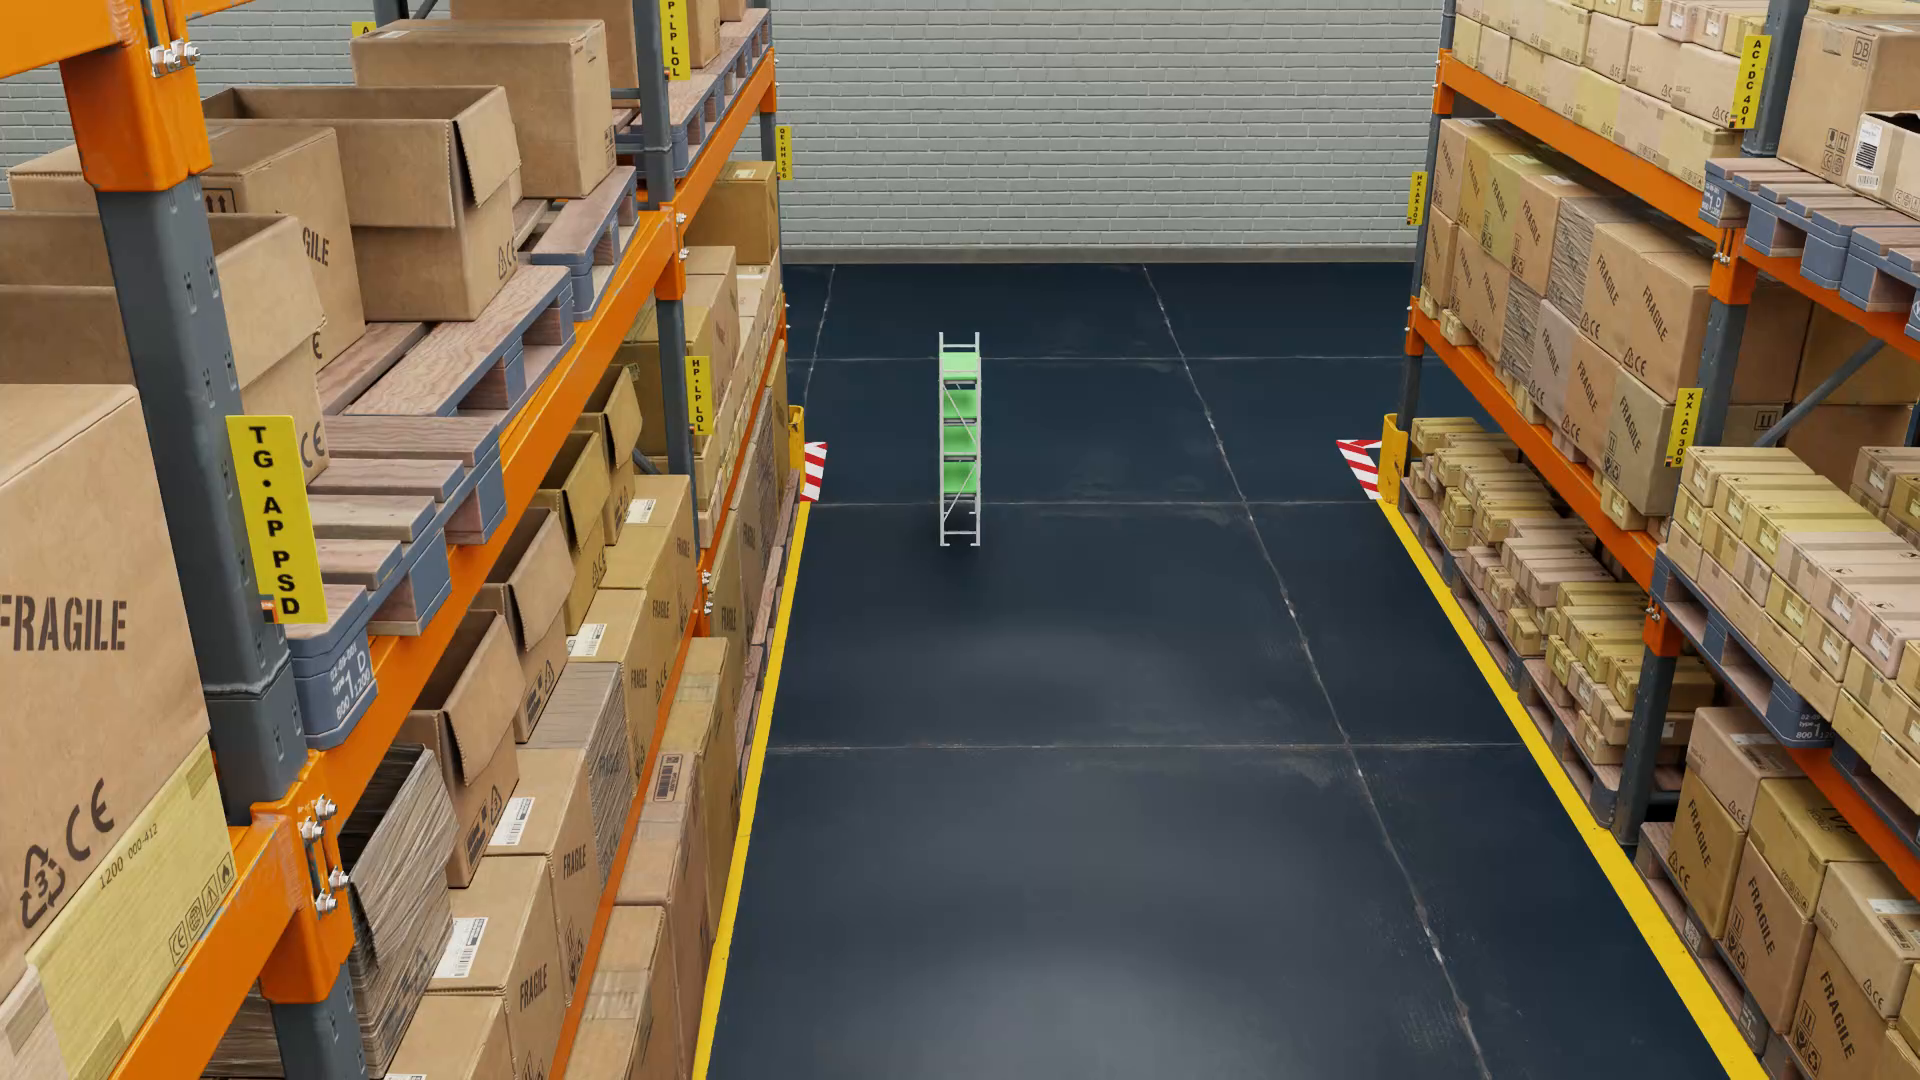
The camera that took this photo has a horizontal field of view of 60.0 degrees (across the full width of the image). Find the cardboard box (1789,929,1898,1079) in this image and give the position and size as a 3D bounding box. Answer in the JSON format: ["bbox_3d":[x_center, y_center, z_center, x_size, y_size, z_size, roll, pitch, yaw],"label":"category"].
[{"bbox_3d":[3.157,1.636,5.515,0.500,0.500,0.500,0,24,0],"label":"cardboard box"}]

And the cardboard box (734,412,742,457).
[{"bbox_3d":[-1.258,-0.509,8.041,0.380,0.149,0.250,-1,24,-1],"label":"cardboard box"}]

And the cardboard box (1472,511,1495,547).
[{"bbox_3d":[3.123,-0.081,9.378,0.380,0.149,0.250,-1,24,-3],"label":"cardboard box"}]

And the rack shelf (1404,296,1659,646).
[{"bbox_3d":[3.366,-0.547,8.692,1.077,0.370,4.000,0,24,-1],"label":"rack shelf"}]

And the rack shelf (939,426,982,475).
[{"bbox_3d":[-0.002,-0.557,10.180,0.258,0.148,0.480,0,24,-1],"label":"rack shelf"}]

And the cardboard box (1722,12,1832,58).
[{"bbox_3d":[3.111,-1.886,6.232,0.380,0.149,0.250,-1,24,-3],"label":"cardboard box"}]

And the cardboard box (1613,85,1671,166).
[{"bbox_3d":[3.119,-1.756,7.034,0.500,0.250,0.500,0,24,-1],"label":"cardboard box"}]

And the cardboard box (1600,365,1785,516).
[{"bbox_3d":[3.100,-0.430,7.078,0.500,0.500,0.500,0,24,0],"label":"cardboard box"}]

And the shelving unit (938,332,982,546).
[{"bbox_3d":[-0.002,-0.615,10.154,0.258,1.200,0.503,0,24,-1],"label":"shelving unit"}]

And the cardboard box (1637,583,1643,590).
[{"bbox_3d":[3.649,0.213,8.368,0.380,0.149,0.250,0,24,1],"label":"cardboard box"}]

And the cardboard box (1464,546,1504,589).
[{"bbox_3d":[3.031,0.149,9.230,0.380,0.149,0.250,-1,24,-3],"label":"cardboard box"}]

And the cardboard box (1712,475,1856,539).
[{"bbox_3d":[2.941,-0.119,5.947,0.380,0.149,0.250,0,24,1],"label":"cardboard box"}]

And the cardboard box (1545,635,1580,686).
[{"bbox_3d":[3.031,0.571,7.936,0.380,0.149,0.250,-1,24,-2],"label":"cardboard box"}]

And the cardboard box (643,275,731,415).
[{"bbox_3d":[-1.320,-0.880,7.467,0.500,0.500,0.500,0,24,-1],"label":"cardboard box"}]

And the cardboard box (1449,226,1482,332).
[{"bbox_3d":[3.104,-1.473,9.385,0.500,0.500,0.500,0,24,0],"label":"cardboard box"}]

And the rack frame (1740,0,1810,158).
[{"bbox_3d":[3.388,-2.784,5.486,1.000,3.000,0.127,0,24,-1],"label":"rack frame"}]

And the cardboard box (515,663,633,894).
[{"bbox_3d":[-1.283,0.702,4.937,0.500,0.500,0.500,0,24,0],"label":"cardboard box"}]

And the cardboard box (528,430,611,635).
[{"bbox_3d":[-1.562,-0.027,5.330,0.797,0.503,0.637,0,24,0],"label":"cardboard box"}]

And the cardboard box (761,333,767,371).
[{"bbox_3d":[-1.271,-1.038,9.209,0.380,0.149,0.250,-1,24,-2],"label":"cardboard box"}]

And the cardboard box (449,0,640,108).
[{"bbox_3d":[-1.642,-2.041,6.731,0.700,0.500,0.500,-2,24,-4],"label":"cardboard box"}]

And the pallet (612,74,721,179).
[{"bbox_3d":[-1.571,-1.733,6.910,1.003,0.211,1.213,0,24,-1],"label":"pallet"}]

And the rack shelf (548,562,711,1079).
[{"bbox_3d":[-1.551,1.082,5.091,1.077,0.370,4.000,0,24,-1],"label":"rack shelf"}]

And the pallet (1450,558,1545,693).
[{"bbox_3d":[3.329,0.439,9.022,1.003,0.211,1.213,0,24,-1],"label":"pallet"}]

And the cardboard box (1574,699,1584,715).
[{"bbox_3d":[3.124,0.789,7.814,0.380,0.149,0.250,0,24,1],"label":"cardboard box"}]

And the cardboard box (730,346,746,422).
[{"bbox_3d":[-1.328,-0.750,8.090,0.500,0.250,0.500,0,24,1],"label":"cardboard box"}]

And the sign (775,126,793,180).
[{"bbox_3d":[-1.074,-2.350,10.114,0.100,0.325,0.005,0,24,-1],"label":"sign"}]

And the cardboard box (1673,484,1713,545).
[{"bbox_3d":[2.932,-0.099,6.262,0.380,0.149,0.250,0,24,0],"label":"cardboard box"}]

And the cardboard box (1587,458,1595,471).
[{"bbox_3d":[3.161,-0.375,7.745,0.380,0.149,0.250,-1,24,-2],"label":"cardboard box"}]

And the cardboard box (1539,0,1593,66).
[{"bbox_3d":[3.096,-2.411,7.877,0.500,0.250,0.500,-1,24,-3],"label":"cardboard box"}]

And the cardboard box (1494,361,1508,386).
[{"bbox_3d":[3.106,-0.914,8.935,0.380,0.149,0.250,-1,24,-2],"label":"cardboard box"}]

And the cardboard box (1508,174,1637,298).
[{"bbox_3d":[3.088,-1.517,8.269,0.500,0.500,0.500,-1,24,-2],"label":"cardboard box"}]

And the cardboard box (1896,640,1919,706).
[{"bbox_3d":[2.954,0.410,4.777,0.380,0.149,0.250,0,24,1],"label":"cardboard box"}]

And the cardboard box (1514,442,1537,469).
[{"bbox_3d":[3.549,-0.542,10.035,0.380,0.149,0.250,0,24,0],"label":"cardboard box"}]

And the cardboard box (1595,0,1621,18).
[{"bbox_3d":[3.071,-2.419,7.410,0.380,0.149,0.250,0,24,-1],"label":"cardboard box"}]

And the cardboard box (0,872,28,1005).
[{"bbox_3d":[-1.258,0.345,1.479,0.500,0.500,0.500,0,24,-1],"label":"cardboard box"}]

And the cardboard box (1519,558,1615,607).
[{"bbox_3d":[3.051,0.214,8.364,0.380,0.149,0.250,-1,24,-3],"label":"cardboard box"}]

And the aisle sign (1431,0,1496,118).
[{"bbox_3d":[3.043,-2.912,9.894,0.394,0.787,0.004,0,24,-1],"label":"aisle sign"}]

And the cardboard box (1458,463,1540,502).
[{"bbox_3d":[3.094,-0.326,9.558,0.380,0.149,0.250,-1,24,-3],"label":"cardboard box"}]

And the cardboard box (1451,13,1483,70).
[{"bbox_3d":[3.093,-2.811,9.367,0.500,0.250,0.500,1,24,1],"label":"cardboard box"}]

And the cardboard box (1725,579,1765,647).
[{"bbox_3d":[2.940,0.254,5.843,0.380,0.149,0.250,0,24,0],"label":"cardboard box"}]

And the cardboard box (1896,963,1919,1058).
[{"bbox_3d":[3.156,1.505,4.895,0.500,0.250,0.500,0,24,1],"label":"cardboard box"}]

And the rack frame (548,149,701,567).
[{"bbox_3d":[-1.573,-0.070,6.765,1.000,3.000,0.127,0,24,-1],"label":"rack frame"}]

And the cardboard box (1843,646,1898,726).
[{"bbox_3d":[2.952,0.442,5.067,0.380,0.149,0.250,-1,24,-1],"label":"cardboard box"}]

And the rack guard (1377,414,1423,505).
[{"bbox_3d":[3.345,-0.529,10.812,1.175,0.500,0.348,0,24,-1],"label":"rack guard"}]

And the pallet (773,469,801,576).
[{"bbox_3d":[-1.530,-0.119,10.256,1.003,0.211,1.213,0,24,-1],"label":"pallet"}]

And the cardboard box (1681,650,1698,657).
[{"bbox_3d":[3.573,0.567,7.946,0.380,0.149,0.250,0,24,-1],"label":"cardboard box"}]

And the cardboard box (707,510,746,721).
[{"bbox_3d":[-1.500,0.434,7.718,0.875,0.875,0.875,0,24,-1],"label":"cardboard box"}]

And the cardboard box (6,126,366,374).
[{"bbox_3d":[-1.705,-0.632,3.736,0.500,0.500,0.500,1,24,2],"label":"cardboard box"}]

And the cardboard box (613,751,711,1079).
[{"bbox_3d":[-1.535,1.339,5.719,1.225,0.875,0.875,-1,24,-2],"label":"cardboard box"}]

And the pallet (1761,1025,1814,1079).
[{"bbox_3d":[3.414,2.045,5.473,1.003,0.211,1.213,0,24,-1],"label":"pallet"}]

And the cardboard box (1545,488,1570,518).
[{"bbox_3d":[3.543,-0.185,9.609,0.380,0.149,0.250,-1,24,-1],"label":"cardboard box"}]

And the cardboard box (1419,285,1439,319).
[{"bbox_3d":[3.020,-1.449,10.120,0.380,0.149,0.250,0,24,-1],"label":"cardboard box"}]
